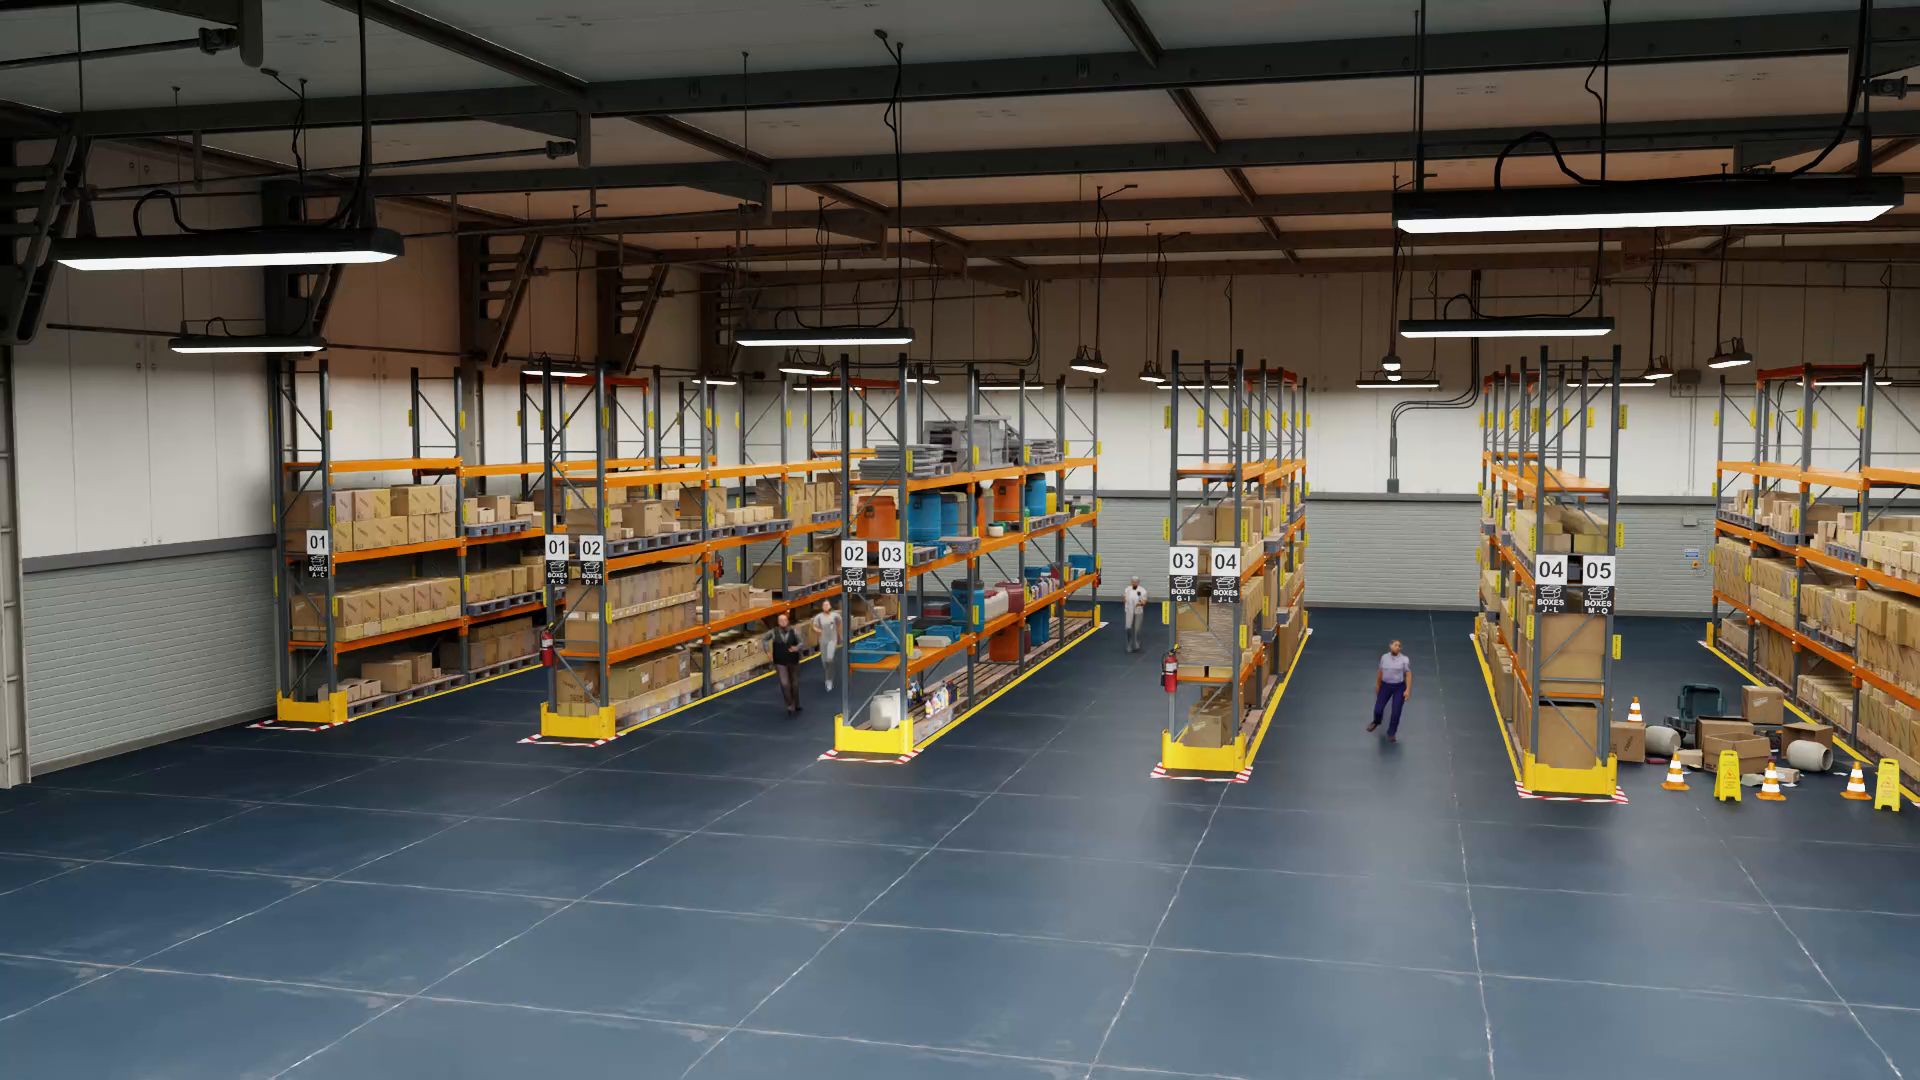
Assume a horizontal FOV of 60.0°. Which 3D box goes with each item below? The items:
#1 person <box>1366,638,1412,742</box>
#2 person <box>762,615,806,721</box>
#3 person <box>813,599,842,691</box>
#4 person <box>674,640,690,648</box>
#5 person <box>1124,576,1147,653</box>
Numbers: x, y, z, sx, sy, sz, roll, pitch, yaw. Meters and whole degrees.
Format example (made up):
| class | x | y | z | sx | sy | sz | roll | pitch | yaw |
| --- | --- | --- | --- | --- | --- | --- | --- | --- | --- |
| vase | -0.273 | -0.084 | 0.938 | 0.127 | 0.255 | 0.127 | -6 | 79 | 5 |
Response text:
| class | x | y | z | sx | sy | sz | roll | pitch | yaw |
| --- | --- | --- | --- | --- | --- | --- | --- | --- | --- |
| person | 6.709 | 2.334 | 26.000 | 0.725 | 1.601 | 0.533 | 2 | 5 | 25 |
| person | -2.964 | 2.131 | 28.051 | 0.718 | 1.765 | 0.798 | -1 | 4 | -12 |
| person | -2.462 | 1.942 | 30.985 | 0.509 | 1.712 | 0.817 | 1 | 4 | 9 |
| person | -5.914 | 1.698 | 34.969 | 0.541 | 1.607 | 0.733 | 2 | 4 | 20 |
| person | 3.794 | 1.607 | 36.011 | 0.508 | 1.683 | 0.788 | 1 | 4 | 8 |
